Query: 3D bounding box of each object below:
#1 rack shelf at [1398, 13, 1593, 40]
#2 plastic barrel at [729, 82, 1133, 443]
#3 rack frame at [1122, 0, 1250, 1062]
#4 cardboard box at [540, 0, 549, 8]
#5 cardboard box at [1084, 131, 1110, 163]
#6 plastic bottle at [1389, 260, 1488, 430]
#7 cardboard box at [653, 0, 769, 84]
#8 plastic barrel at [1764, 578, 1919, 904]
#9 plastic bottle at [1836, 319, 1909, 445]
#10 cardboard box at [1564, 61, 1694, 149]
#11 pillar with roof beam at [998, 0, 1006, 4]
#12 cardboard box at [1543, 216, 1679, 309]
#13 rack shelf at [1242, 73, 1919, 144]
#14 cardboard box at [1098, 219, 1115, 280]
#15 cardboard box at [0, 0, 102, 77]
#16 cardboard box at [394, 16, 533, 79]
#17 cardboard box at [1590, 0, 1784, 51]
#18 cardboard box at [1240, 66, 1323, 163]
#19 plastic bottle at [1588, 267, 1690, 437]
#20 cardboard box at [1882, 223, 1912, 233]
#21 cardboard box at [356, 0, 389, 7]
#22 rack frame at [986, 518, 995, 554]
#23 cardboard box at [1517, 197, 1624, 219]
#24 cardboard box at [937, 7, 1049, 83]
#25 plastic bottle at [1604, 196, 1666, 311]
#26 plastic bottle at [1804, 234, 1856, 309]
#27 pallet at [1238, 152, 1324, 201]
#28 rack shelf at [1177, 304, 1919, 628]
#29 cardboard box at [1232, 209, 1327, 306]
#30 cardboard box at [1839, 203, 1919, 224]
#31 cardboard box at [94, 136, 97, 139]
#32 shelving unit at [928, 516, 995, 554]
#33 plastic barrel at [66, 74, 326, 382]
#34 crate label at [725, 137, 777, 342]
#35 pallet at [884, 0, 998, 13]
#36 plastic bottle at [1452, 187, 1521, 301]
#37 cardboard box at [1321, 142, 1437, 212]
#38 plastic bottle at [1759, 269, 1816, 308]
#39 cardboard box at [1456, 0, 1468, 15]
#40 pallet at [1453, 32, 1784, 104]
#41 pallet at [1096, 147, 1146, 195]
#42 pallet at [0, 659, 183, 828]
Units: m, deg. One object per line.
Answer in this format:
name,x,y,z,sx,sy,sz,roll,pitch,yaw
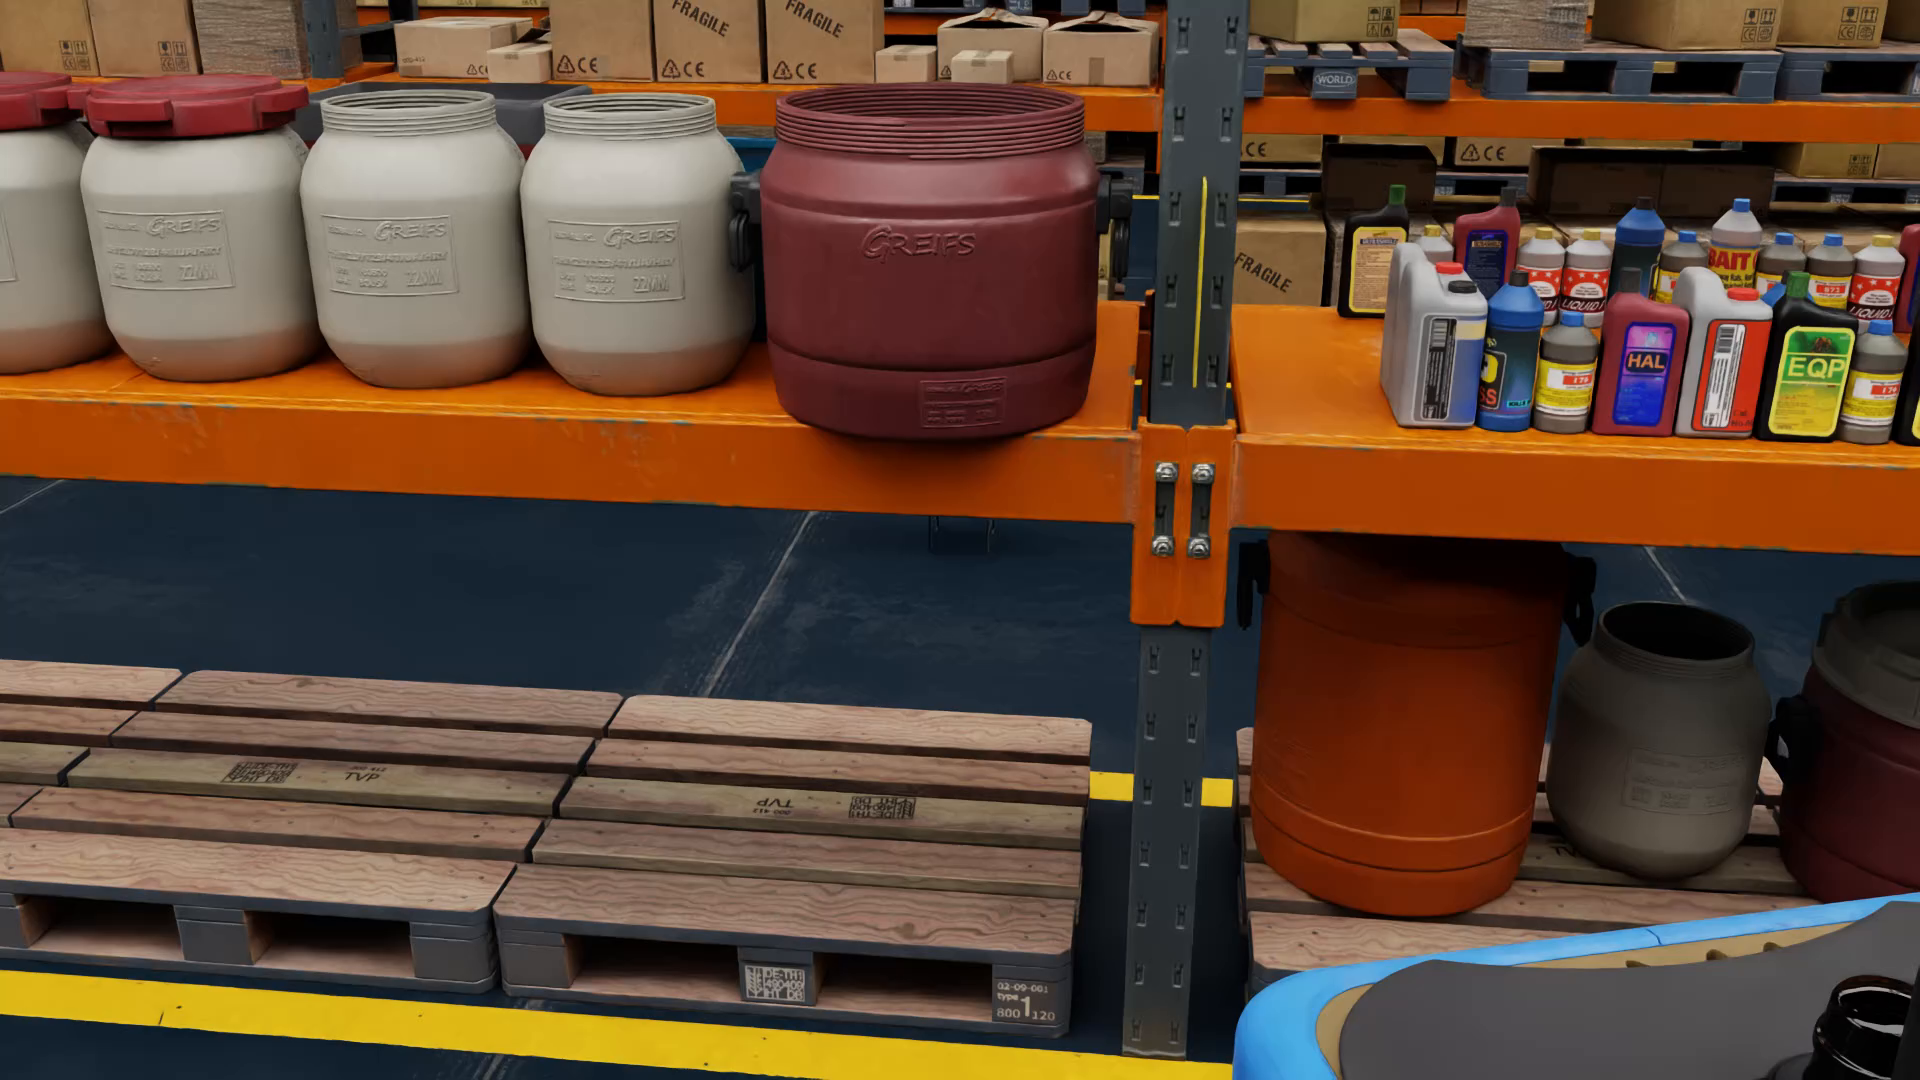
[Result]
rack shelf,3.597,-3.737,12.291,4.000,0.370,1.077,2,22,6
plastic barrel,-0.051,-0.514,2.974,0.708,0.536,0.600,2,22,6
rack frame,0.445,-0.541,3.228,0.127,3.000,1.000,2,22,6
cardboard box,-2.867,-4.180,12.611,0.500,0.250,0.500,3,22,6
cardboard box,0.890,-3.212,12.787,0.500,0.500,0.700,3,22,7
plastic bottle,0.837,-0.347,2.905,0.135,0.276,0.152,2,22,6
cardboard box,-1.159,-2.485,8.010,0.500,0.500,0.500,3,22,6
plastic barrel,2.055,0.449,3.433,0.708,0.588,0.600,2,22,6
plastic bottle,1.541,-0.271,2.816,0.097,0.201,0.097,0,22,0
cardboard box,4.923,-3.161,12.209,0.750,0.750,0.750,3,22,7
pillar with roof beam,-0.085,-5.748,8.240,0.400,9.000,9.100,2,22,6
cardboard box,2.987,-1.203,7.703,0.500,0.500,0.500,2,22,4
rack shelf,3.018,-1.928,7.716,4.000,0.370,1.077,2,22,6
cardboard box,0.483,-1.459,7.957,0.500,0.311,0.500,3,22,8
cardboard box,-4.404,-2.629,8.375,0.500,0.500,0.700,3,22,7
cardboard box,-2.446,-2.447,8.254,0.500,0.250,0.500,4,22,10
cardboard box,3.242,-2.472,7.405,0.500,0.500,0.700,-3,22,-7
cardboard box,2.326,-3.274,12.494,0.750,0.750,0.750,2,22,6
plastic bottle,1.158,-0.319,2.826,0.133,0.283,0.061,2,22,6
cardboard box,4.480,-1.135,7.532,0.500,0.500,0.500,2,22,6
cardboard box,-4.362,-4.243,12.768,0.500,0.250,0.500,3,22,7
rack frame,0.109,-0.414,5.762,0.006,0.900,0.240,2,22,6
cardboard box,3.024,-1.394,8.187,0.500,0.500,0.500,2,22,4
cardboard box,0.167,-2.417,8.095,0.500,0.311,0.500,2,22,6
plastic bottle,1.432,-0.589,3.526,0.097,0.271,0.097,0,22,0
plastic bottle,1.819,-0.540,3.496,0.097,0.201,0.097,0,22,0
pallet,2.385,-2.800,12.734,1.213,0.211,1.003,2,22,6
rack shelf,2.431,-0.120,3.142,4.000,0.370,1.077,2,22,6
cardboard box,1.450,-1.267,7.867,0.500,0.500,0.500,3,22,9
cardboard box,4.552,-1.328,8.021,0.500,0.500,0.500,2,22,4
cardboard box,-4.419,-1.774,8.496,0.500,0.500,0.500,2,22,6
shelving unit,0.008,-0.418,5.773,0.210,0.900,0.258,2,22,6
plastic barrel,-1.444,-0.605,3.206,0.433,0.535,0.433,0,22,0
crate label,-0.510,-0.699,3.580,0.616,0.435,0.502,2,22,6
pallet,-0.359,-4.140,12.591,1.213,0.211,1.003,2,22,6
plastic bottle,1.126,-0.615,3.574,0.133,0.283,0.061,2,22,6
cardboard box,2.045,-1.784,8.155,0.500,0.250,0.500,3,22,8
plastic bottle,1.415,-0.332,2.874,0.097,0.271,0.097,0,22,0
cardboard box,3.695,-3.875,11.977,0.250,0.149,0.380,3,22,8
pallet,2.964,-2.178,7.629,1.213,0.211,1.003,2,22,6
pallet,0.835,-2.896,12.977,1.213,0.211,1.003,2,22,6
pallet,-2.743,0.603,4.129,1.213,0.211,1.003,2,22,6
